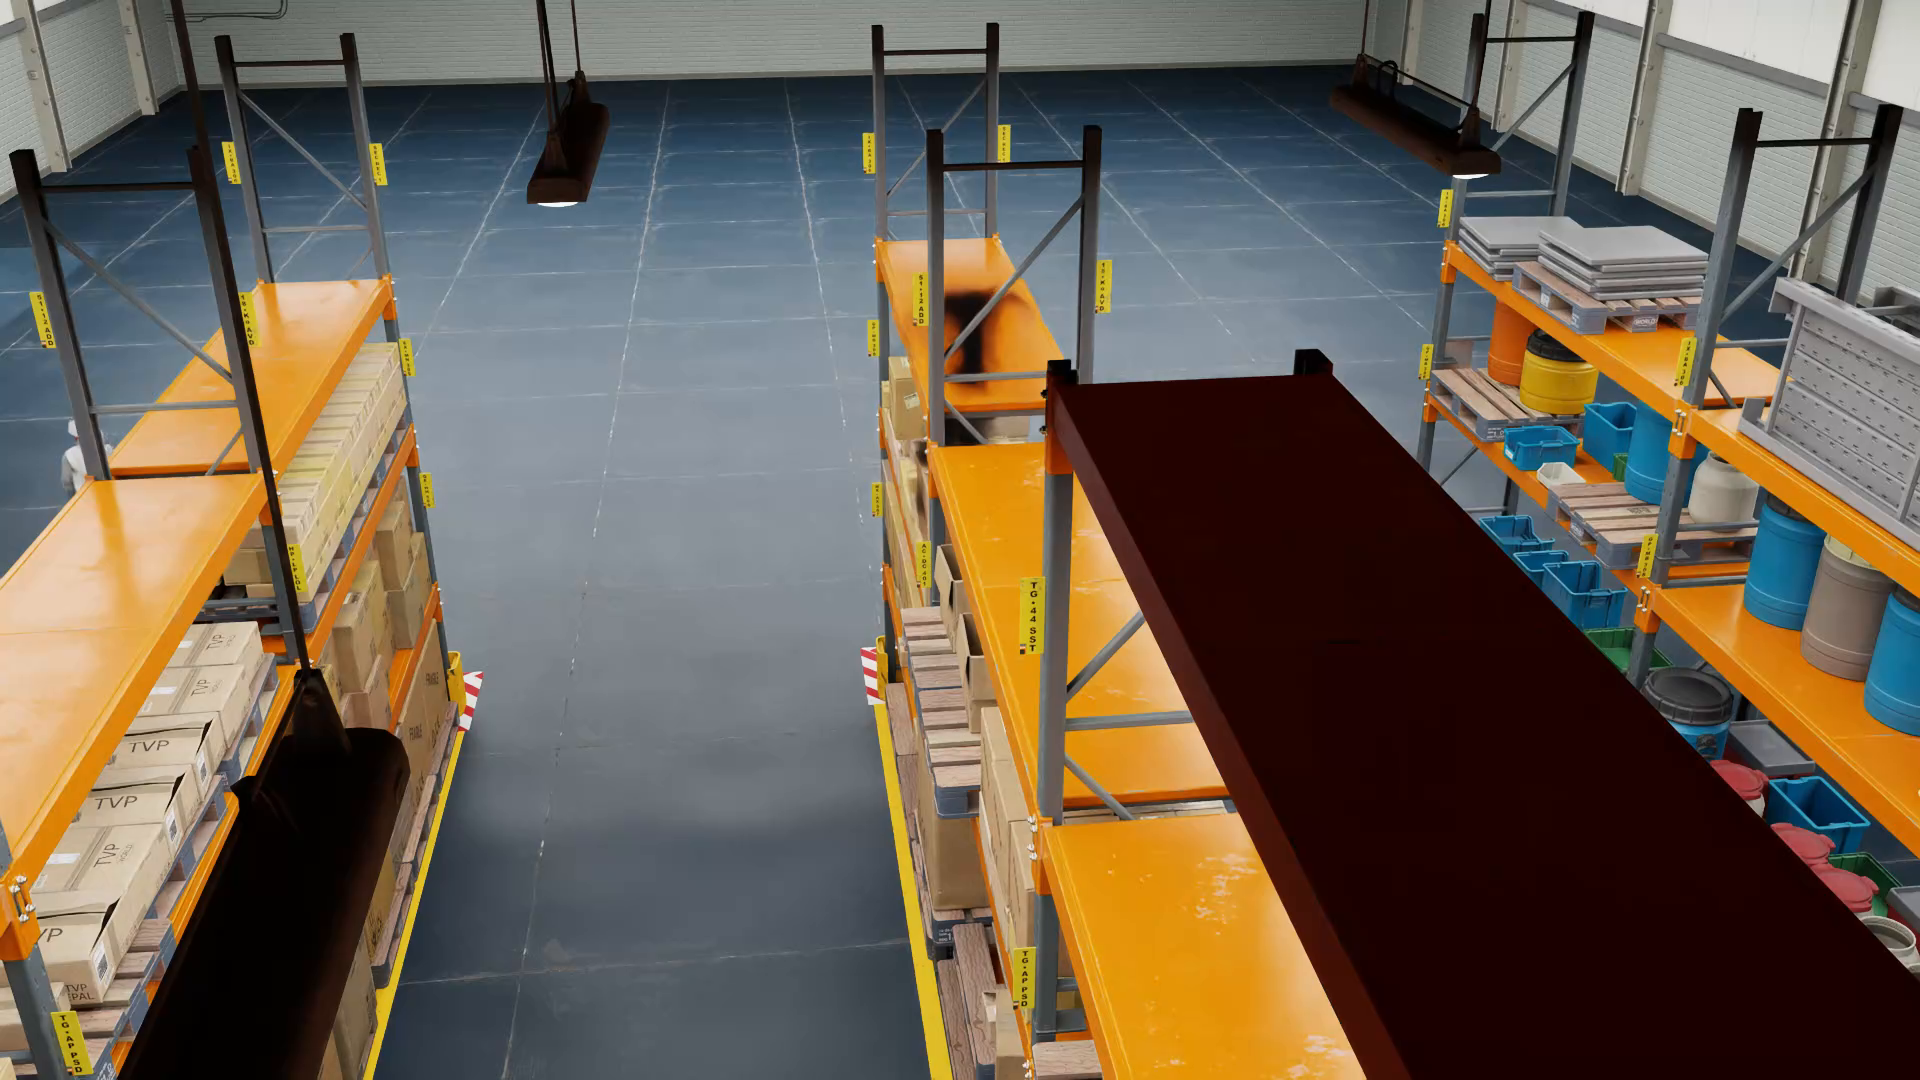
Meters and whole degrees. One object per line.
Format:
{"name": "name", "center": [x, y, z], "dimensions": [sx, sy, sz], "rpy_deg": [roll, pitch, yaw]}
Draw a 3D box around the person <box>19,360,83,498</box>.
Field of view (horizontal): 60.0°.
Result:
{"name": "person", "center": [-10.287, -1.201, 18.993], "dimensions": [0.644, 1.704, 0.903], "rpy_deg": [-22, 33, -38]}
